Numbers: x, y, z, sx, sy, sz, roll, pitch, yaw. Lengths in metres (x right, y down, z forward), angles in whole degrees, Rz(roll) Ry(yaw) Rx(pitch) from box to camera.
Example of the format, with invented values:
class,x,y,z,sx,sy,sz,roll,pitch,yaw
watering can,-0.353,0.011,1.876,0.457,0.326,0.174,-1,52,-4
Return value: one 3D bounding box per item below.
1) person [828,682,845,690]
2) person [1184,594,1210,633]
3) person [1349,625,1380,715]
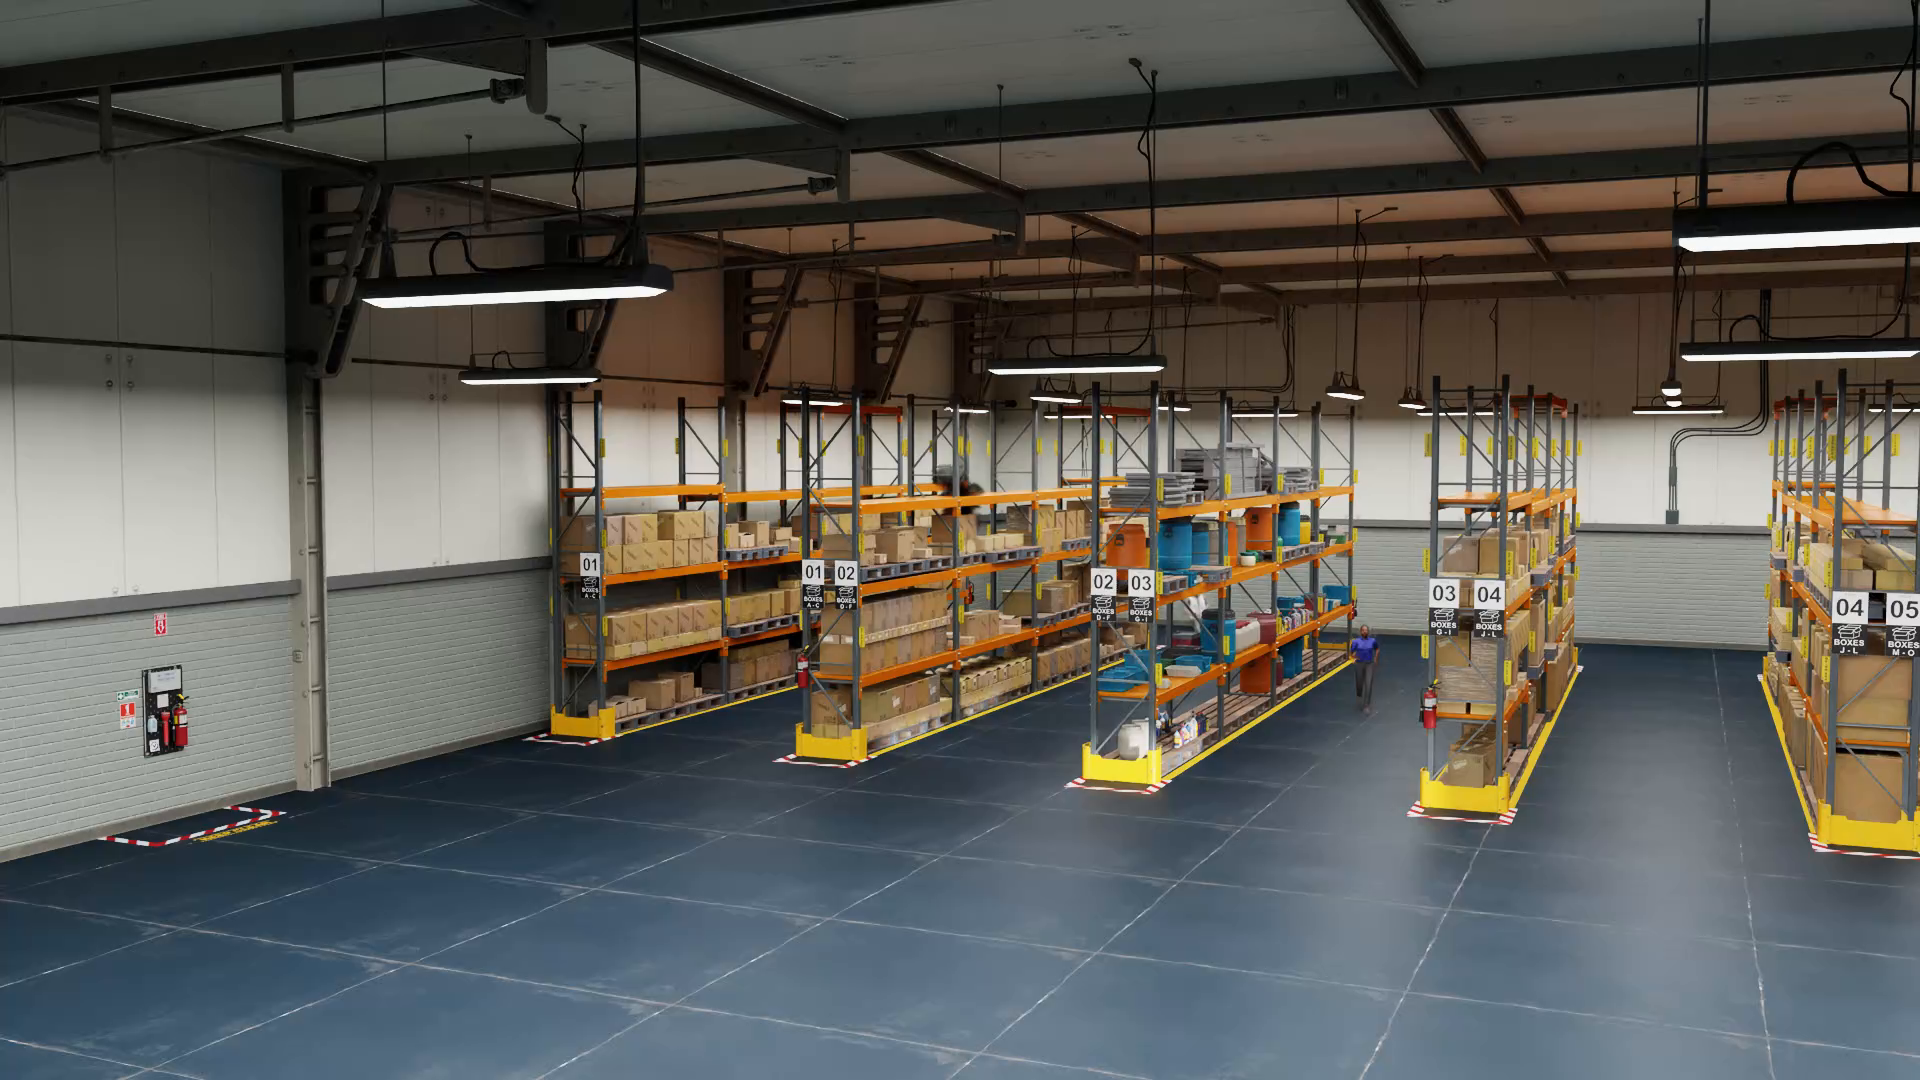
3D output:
class,x,y,z,sx,sy,sz,roll,pitch,yaw
person,-2.299,2.149,30.945,0.631,1.900,0.716,1,3,21
person,5.806,1.901,40.483,0.692,1.716,0.583,0,3,1
person,7.671,2.429,31.548,0.580,1.653,0.904,1,3,10
